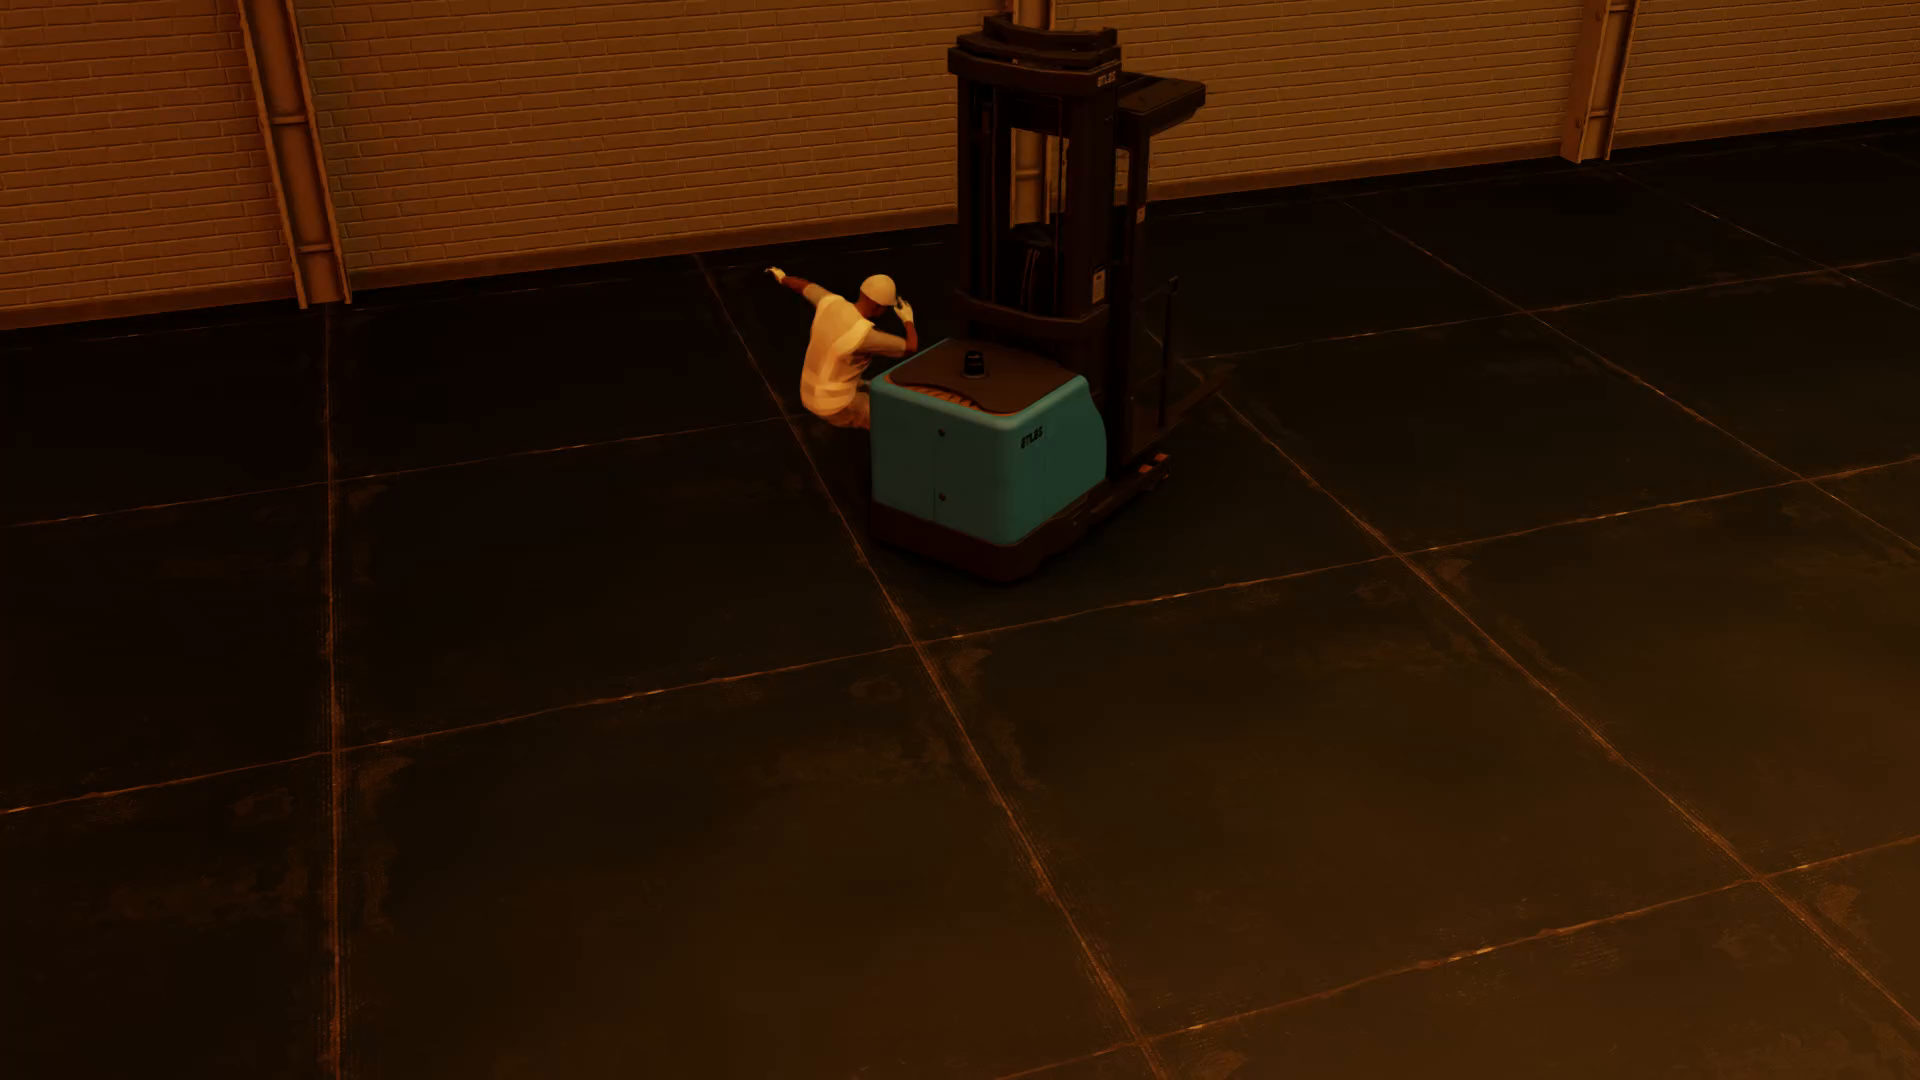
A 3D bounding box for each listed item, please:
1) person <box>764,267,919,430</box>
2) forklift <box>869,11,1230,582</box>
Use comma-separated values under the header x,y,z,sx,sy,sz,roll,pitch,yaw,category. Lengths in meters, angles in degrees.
x,y,z,sx,sy,sz,roll,pitch,yaw,category
-0.678,-1.035,10.428,0.742,1.430,1.430,-15,33,-24,person
0.730,-1.710,10.059,1.130,2.935,3.031,20,35,30,forklift
